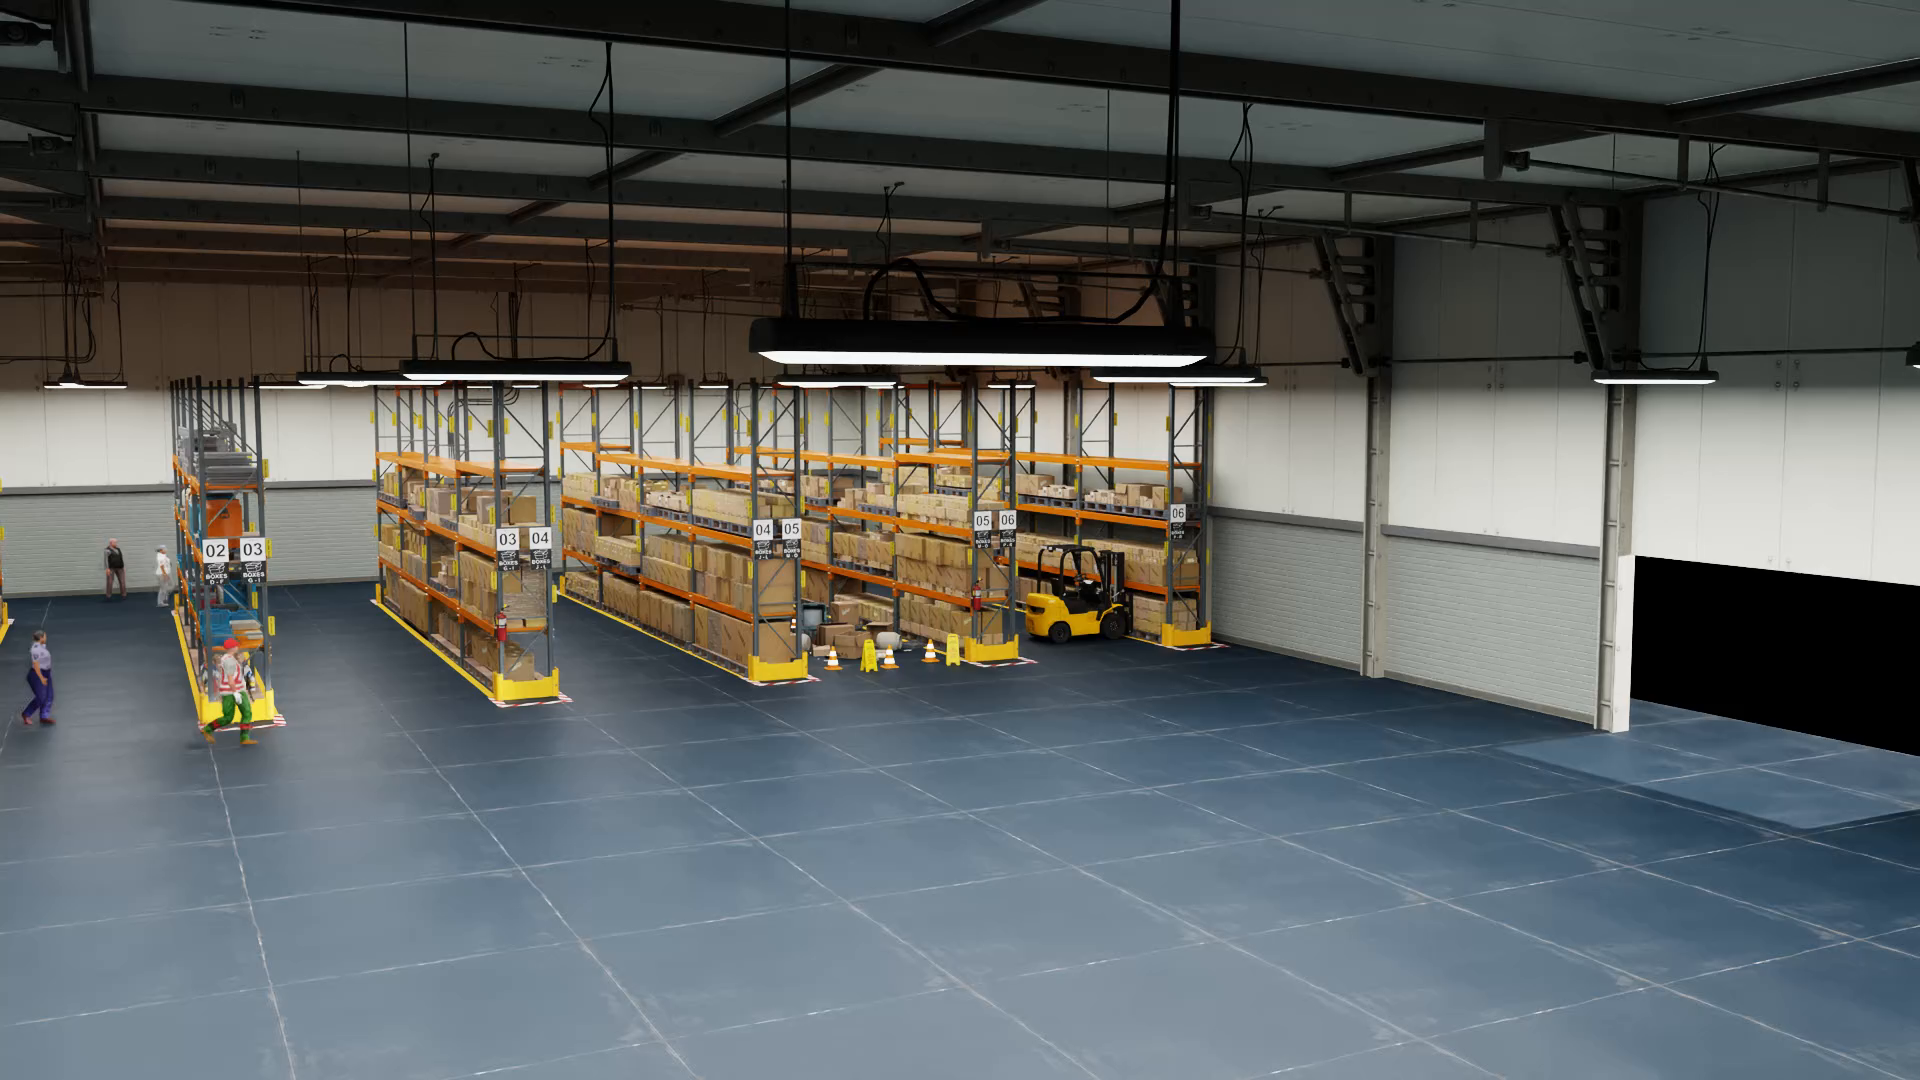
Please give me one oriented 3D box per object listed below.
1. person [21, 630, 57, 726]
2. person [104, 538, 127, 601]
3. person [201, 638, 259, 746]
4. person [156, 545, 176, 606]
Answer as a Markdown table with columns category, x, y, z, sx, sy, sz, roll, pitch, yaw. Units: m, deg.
| category | x | y | z | sx | sy | sz | roll | pitch | yaw |
| --- | --- | --- | --- | --- | --- | --- | --- | --- | --- |
| person | -15.933 | 2.382 | 28.719 | 0.533 | 1.646 | 0.510 | 0 | 5 | -5 |
| person | -23.176 | 0.809 | 45.614 | 0.454 | 1.719 | 0.591 | 4 | 6 | 38 |
| person | -11.807 | 2.460 | 26.845 | 0.862 | 1.751 | 0.479 | 1 | 5 | 10 |
| person | -21.183 | 0.952 | 44.322 | 0.471 | 1.676 | 0.507 | -2 | 6 | -23 |
